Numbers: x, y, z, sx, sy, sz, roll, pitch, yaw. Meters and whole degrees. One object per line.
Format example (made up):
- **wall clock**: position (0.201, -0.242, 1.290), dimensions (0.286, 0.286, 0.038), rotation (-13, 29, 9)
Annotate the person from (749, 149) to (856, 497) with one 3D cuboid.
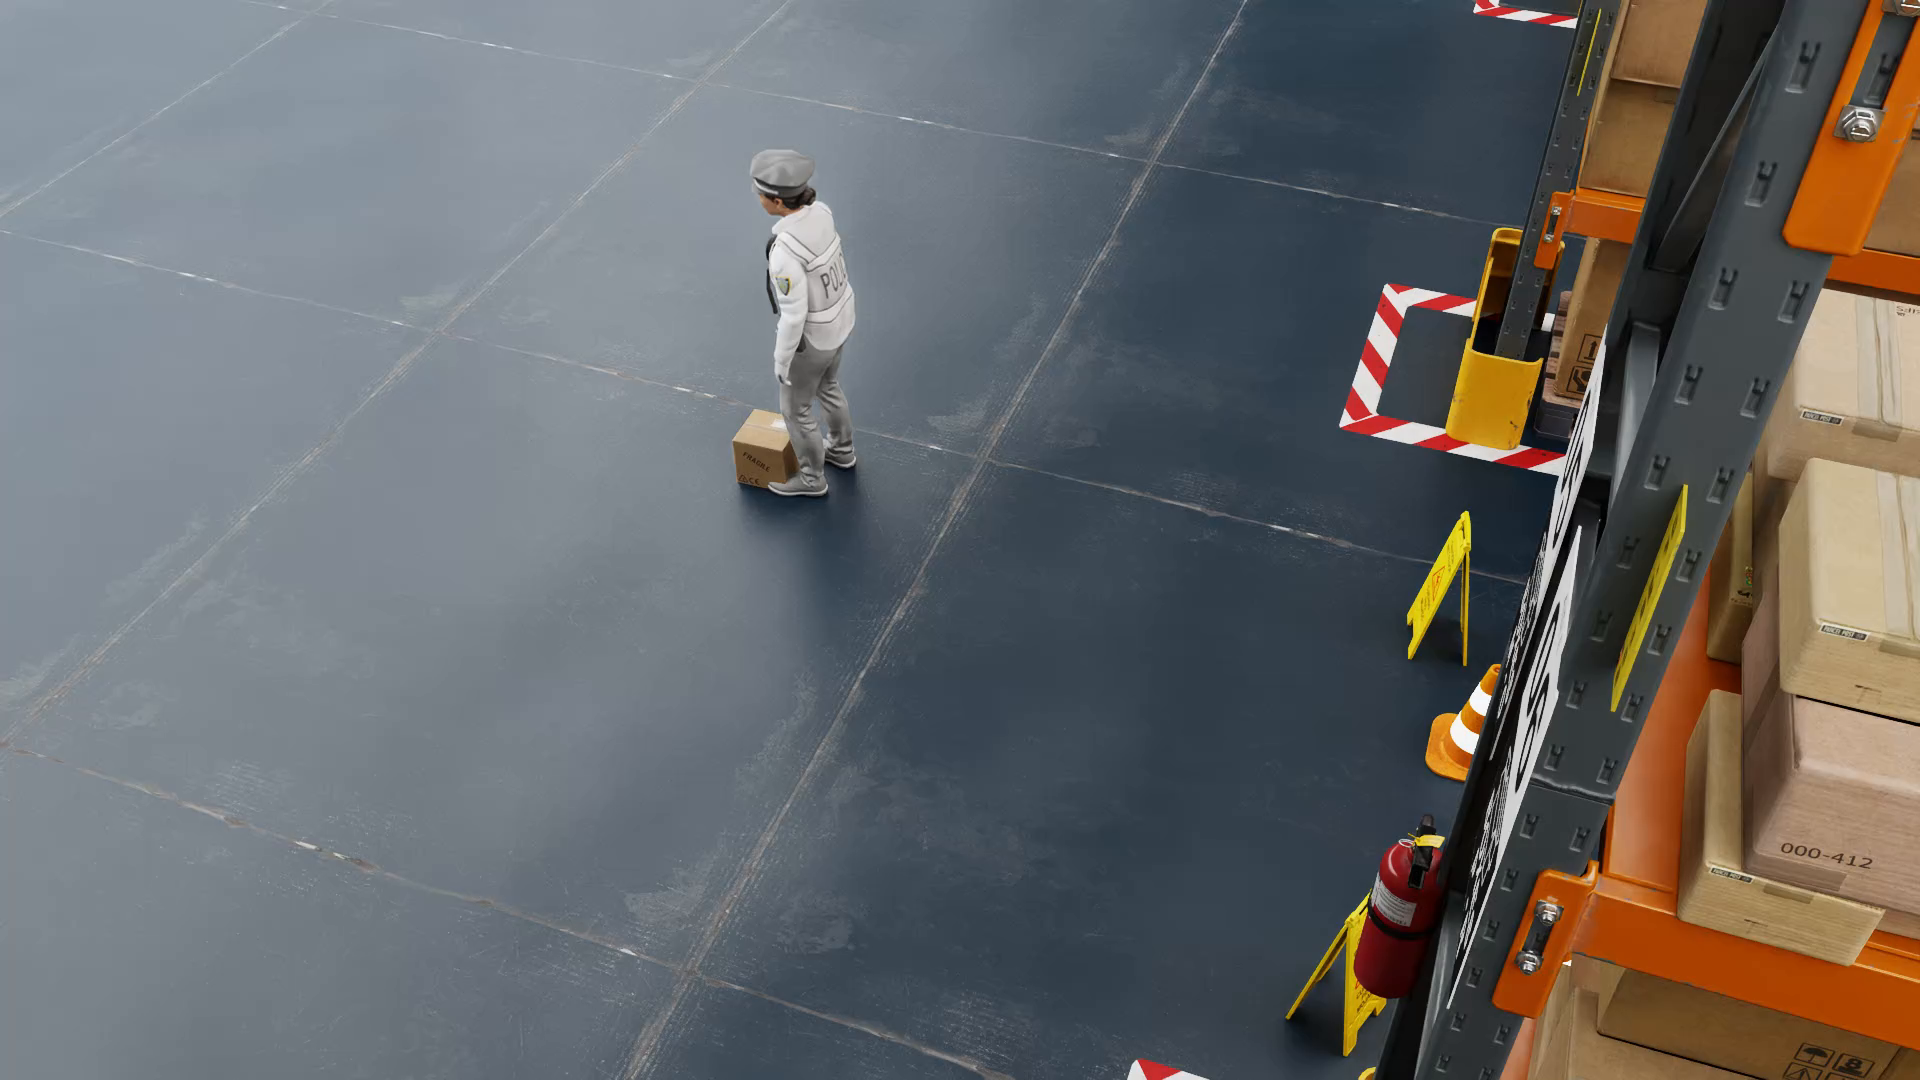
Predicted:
- **person**: position (-0.666, -0.891, 7.155), dimensions (0.405, 1.663, 0.537), rotation (13, 43, 14)
